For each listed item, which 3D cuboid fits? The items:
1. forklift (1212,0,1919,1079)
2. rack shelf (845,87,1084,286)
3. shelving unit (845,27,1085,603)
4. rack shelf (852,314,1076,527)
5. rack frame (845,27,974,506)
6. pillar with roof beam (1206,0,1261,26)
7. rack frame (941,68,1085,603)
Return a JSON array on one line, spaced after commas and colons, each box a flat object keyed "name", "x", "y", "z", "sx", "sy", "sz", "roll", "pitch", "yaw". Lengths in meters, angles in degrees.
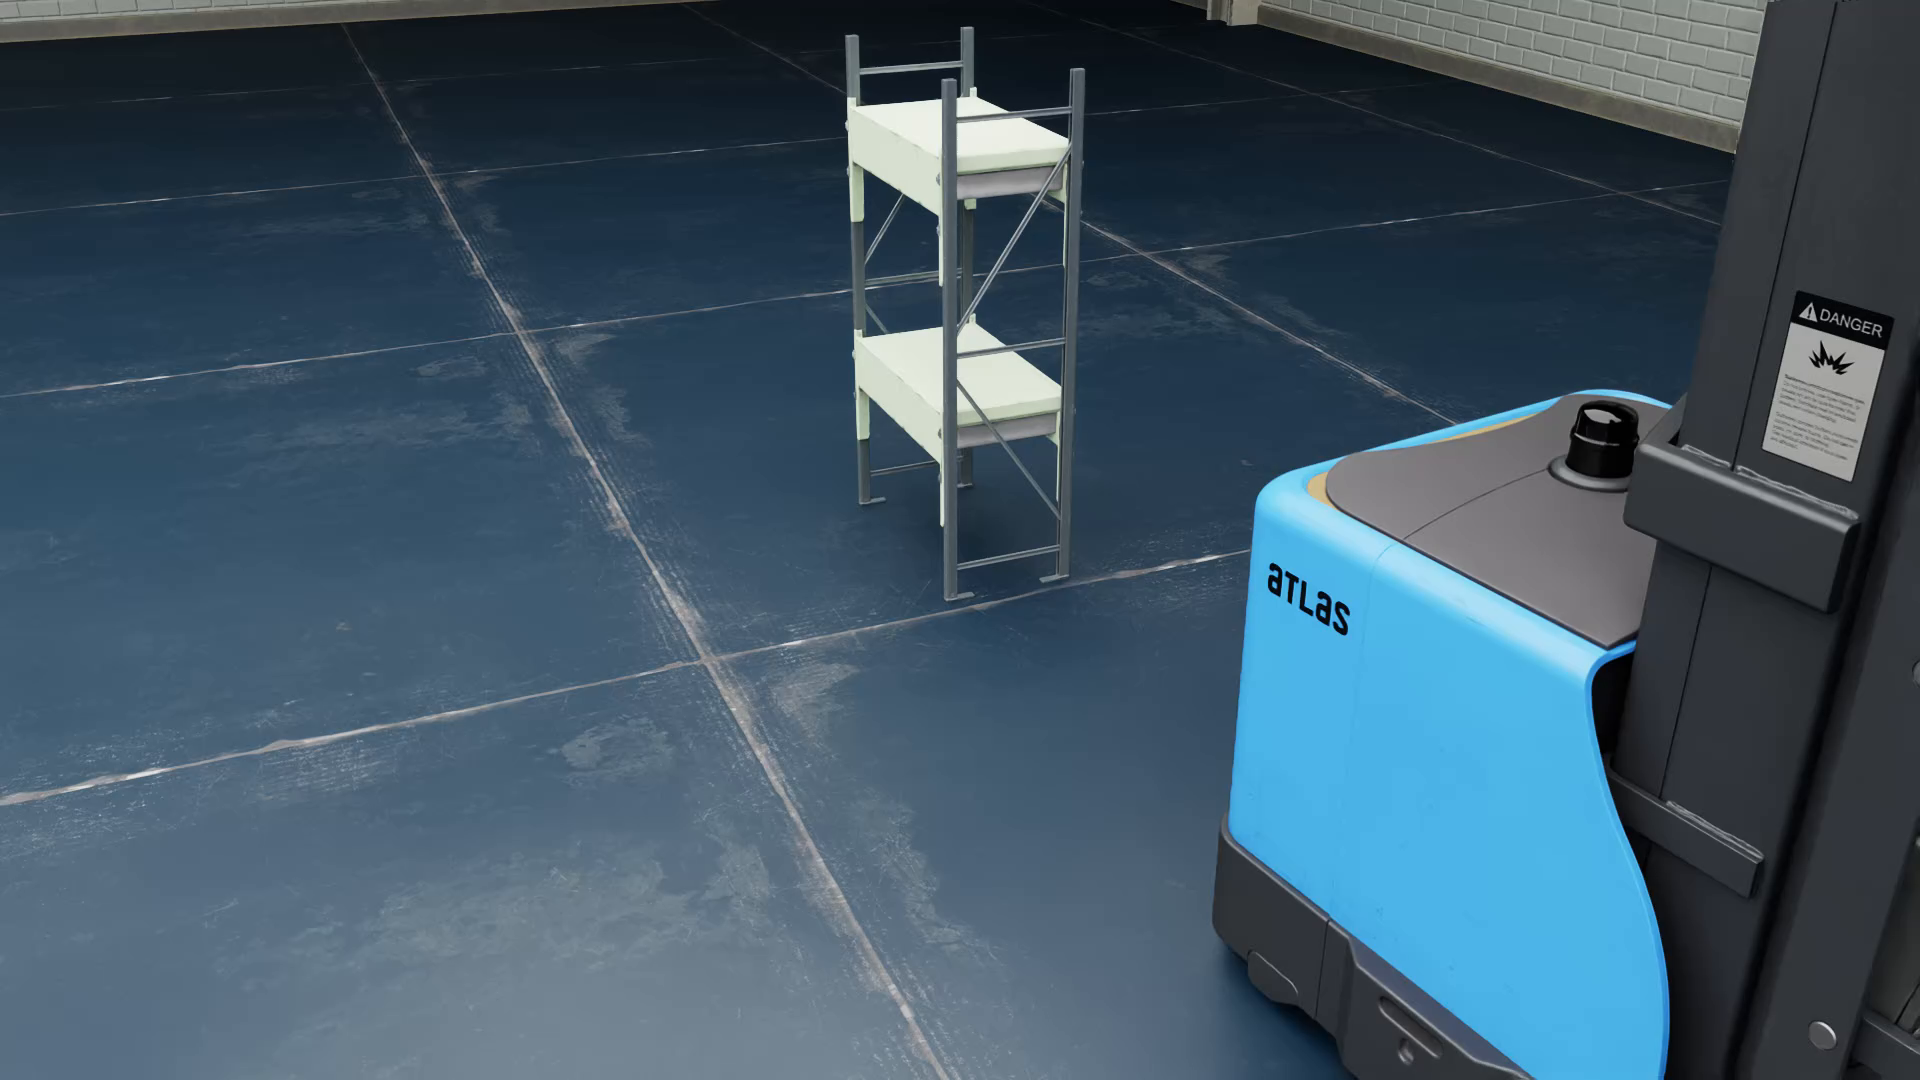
[{"name": "forklift", "x": 1.722, "y": -0.024, "z": 1.958, "sx": 1.130, "sy": 2.935, "sz": 3.031, "roll": -15, "pitch": 30, "yaw": -28}, {"name": "rack shelf", "x": -0.003, "y": -1.027, "z": 4.755, "sx": 0.431, "sy": 0.370, "sz": 0.720, "roll": -11, "pitch": 28, "yaw": -21}, {"name": "shelving unit", "x": -0.003, "y": -0.677, "z": 4.926, "sx": 0.431, "sy": 1.500, "sz": 0.755, "roll": -11, "pitch": 28, "yaw": -21}, {"name": "rack shelf", "x": -0.003, "y": -0.384, "z": 5.069, "sx": 0.431, "sy": 0.370, "sz": 0.720, "roll": -11, "pitch": 28, "yaw": -21}, {"name": "rack frame", "x": -0.146, "y": -0.824, "z": 5.229, "sx": 0.400, "sy": 1.500, "sz": 0.023, "roll": -11, "pitch": 28, "yaw": -21}, {"name": "pillar with roof beam", "x": -1.574, "y": -7.840, "z": 11.050, "sx": 9.100, "sy": 9.000, "sz": 0.400, "roll": -11, "pitch": 28, "yaw": -21}, {"name": "rack frame", "x": 0.141, "y": -0.529, "z": 4.624, "sx": 0.400, "sy": 1.500, "sz": 0.023, "roll": -11, "pitch": 28, "yaw": -21}]
